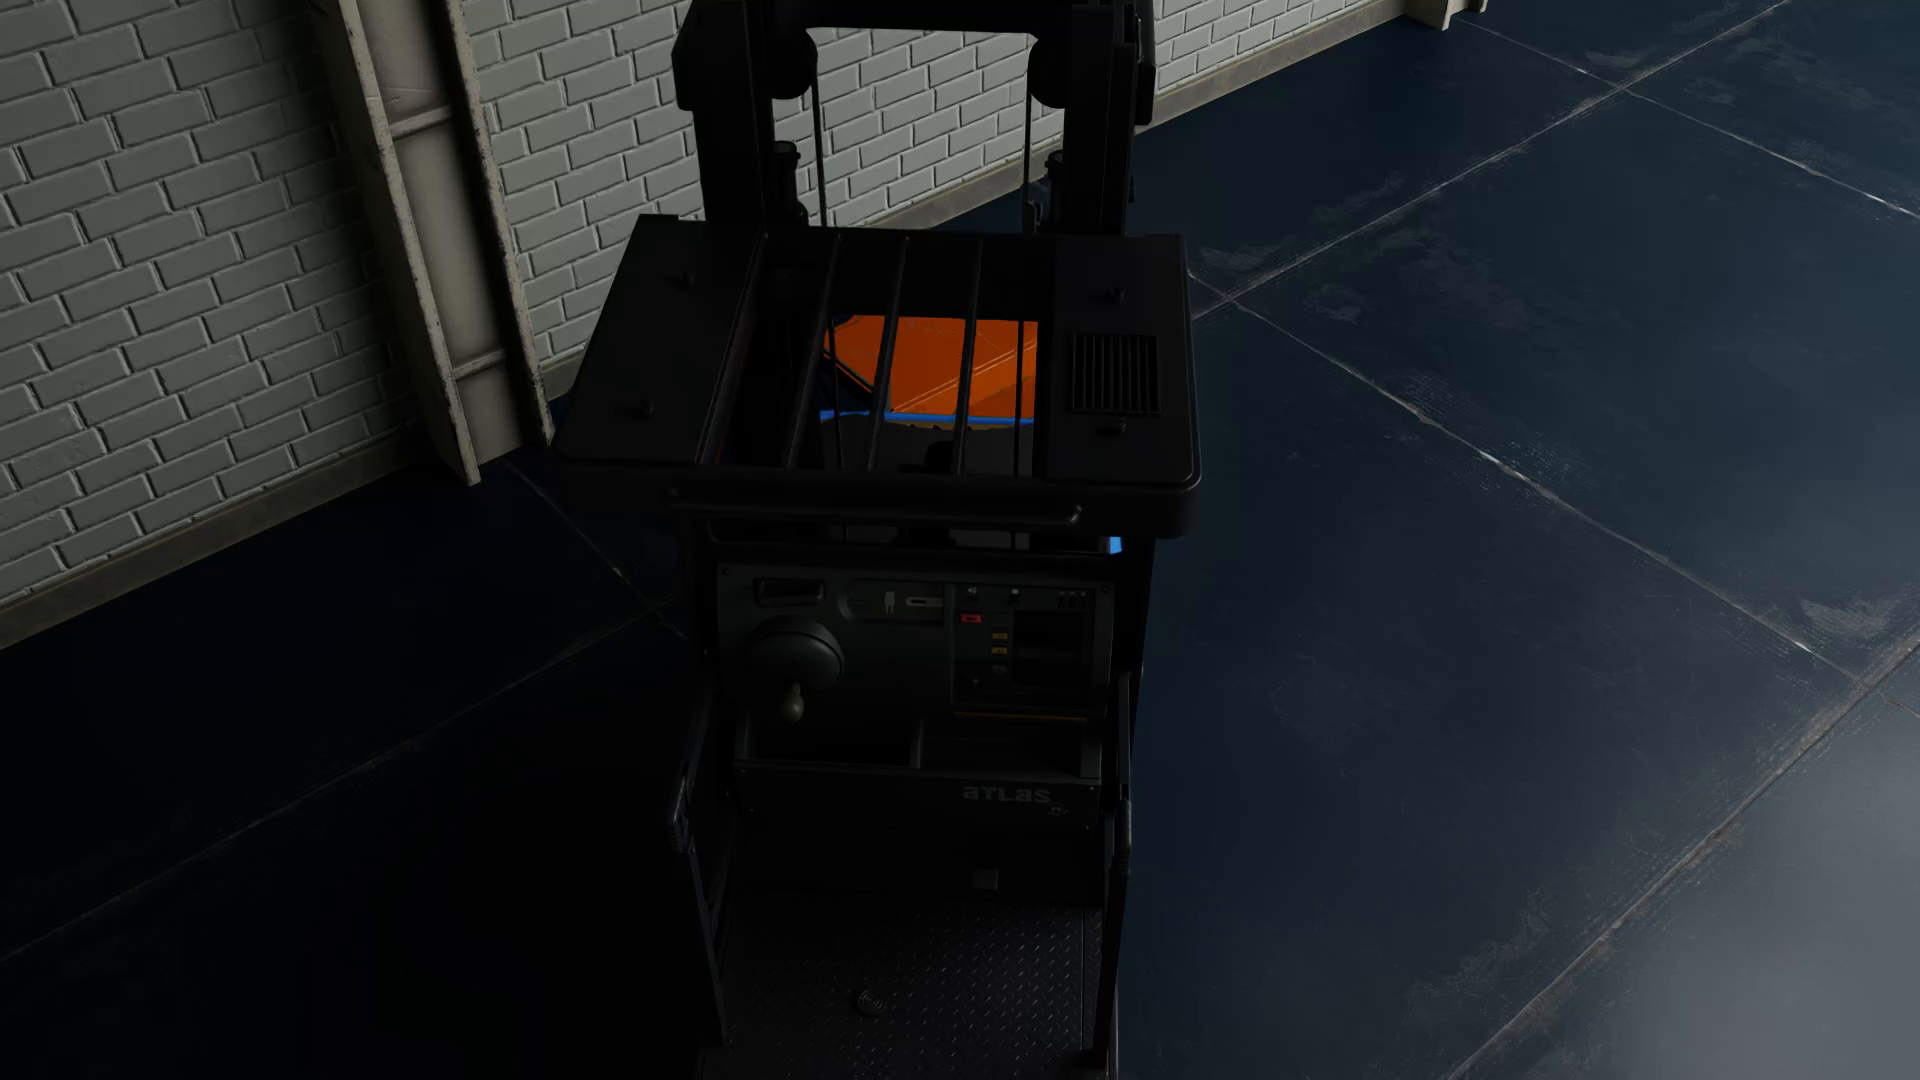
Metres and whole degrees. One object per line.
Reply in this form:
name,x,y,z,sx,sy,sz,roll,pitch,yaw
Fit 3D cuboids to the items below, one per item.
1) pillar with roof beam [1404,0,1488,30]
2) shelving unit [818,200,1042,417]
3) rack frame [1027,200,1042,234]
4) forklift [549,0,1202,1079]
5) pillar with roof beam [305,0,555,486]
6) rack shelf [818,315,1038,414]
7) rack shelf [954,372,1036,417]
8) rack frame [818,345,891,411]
pillar with roof beam,5.505,-4.029,3.966,0.400,9.000,9.100,-30,51,-28
shelving unit,0.012,-0.438,5.894,1.048,1.125,0.538,-29,50,-27
rack frame,0.408,-0.656,6.126,0.032,1.125,0.500,-29,50,-27
forklift,-0.118,0.332,3.756,1.130,2.935,3.031,3,43,3
pillar with roof beam,0.902,-1.393,1.160,0.400,9.000,9.100,-30,51,-28
rack shelf,0.012,-0.651,5.694,1.000,0.278,0.538,-29,50,-27
rack shelf,0.012,-0.259,6.062,1.000,0.278,0.538,-29,50,-27
rack frame,-0.385,-0.220,5.662,0.032,1.125,0.500,-29,50,-27
